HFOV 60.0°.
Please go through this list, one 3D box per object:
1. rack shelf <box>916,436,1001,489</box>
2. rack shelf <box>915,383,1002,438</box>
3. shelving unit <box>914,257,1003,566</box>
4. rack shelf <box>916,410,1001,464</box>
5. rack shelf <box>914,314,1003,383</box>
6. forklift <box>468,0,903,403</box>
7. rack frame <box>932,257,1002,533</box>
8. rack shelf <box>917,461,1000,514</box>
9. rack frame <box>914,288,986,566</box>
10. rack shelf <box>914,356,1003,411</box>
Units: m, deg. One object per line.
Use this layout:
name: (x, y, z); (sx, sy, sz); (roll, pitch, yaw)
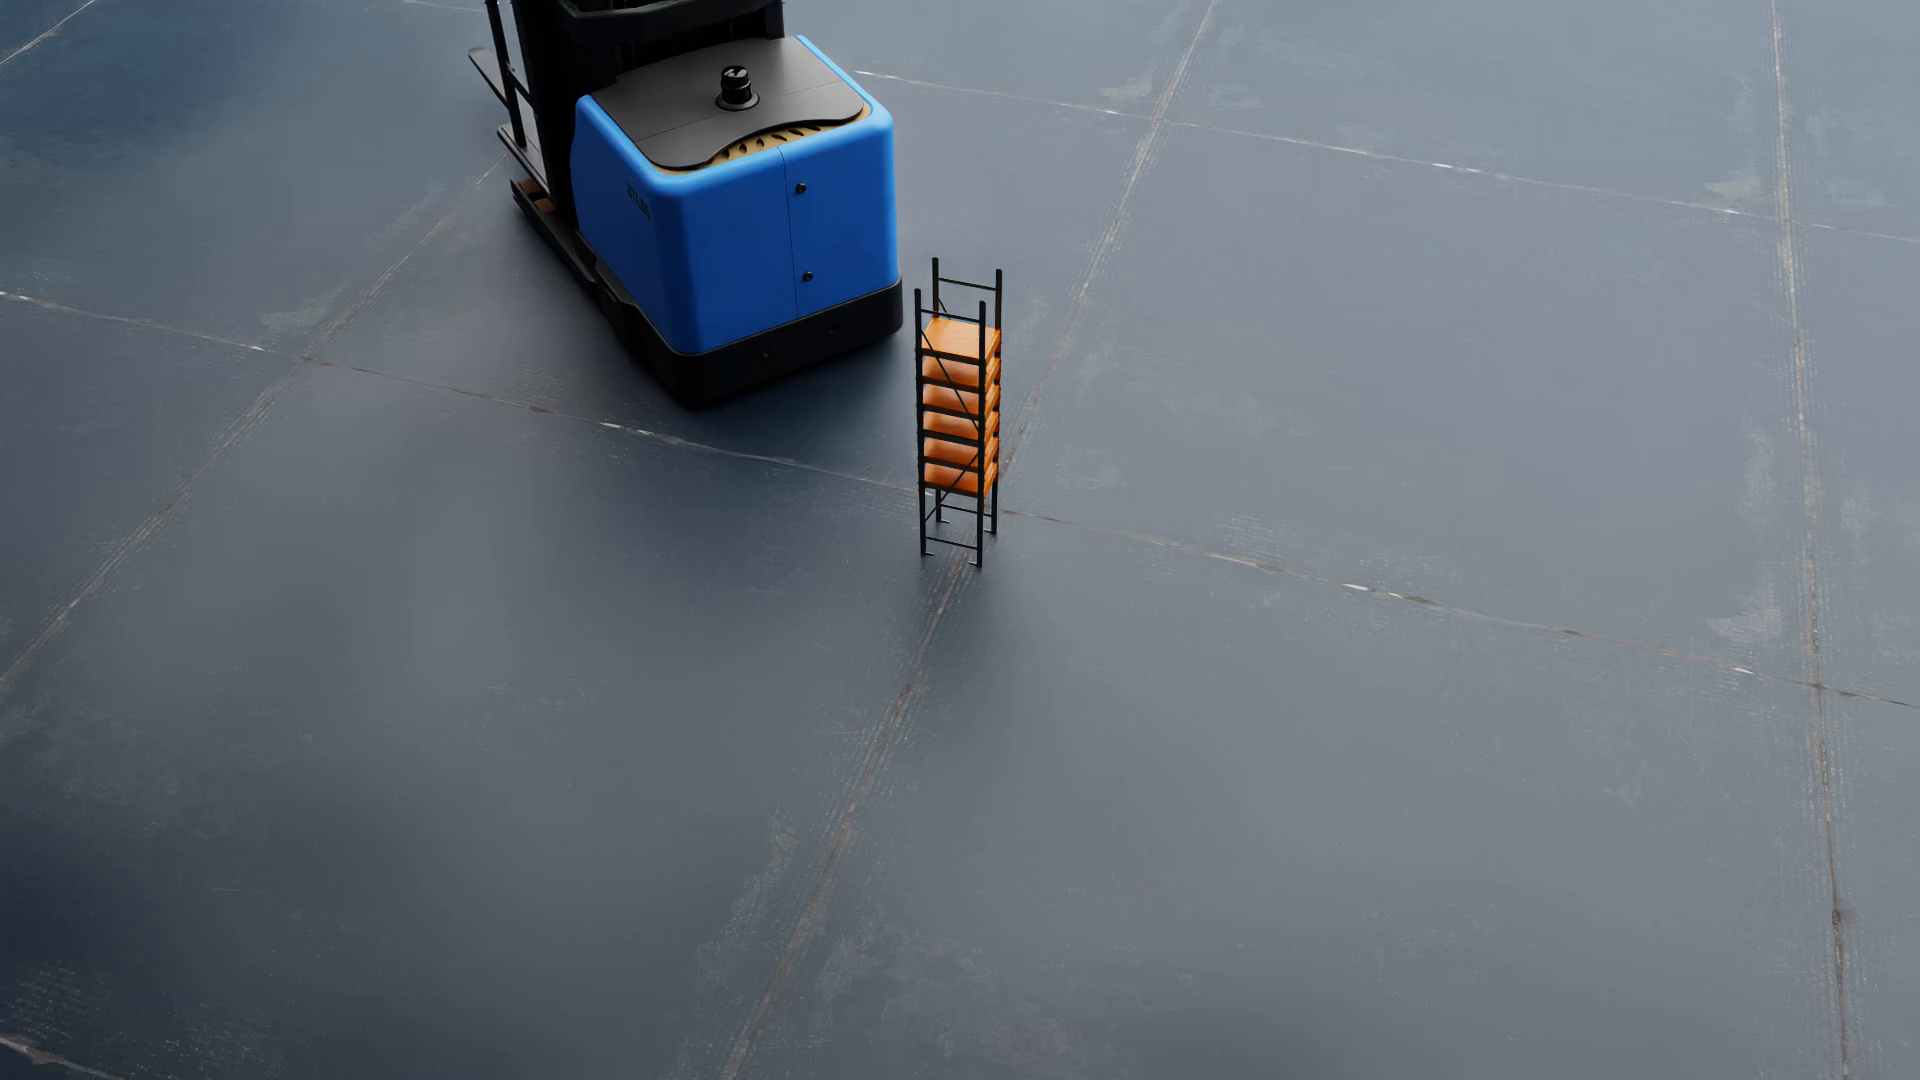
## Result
rack shelf: (-0.004, -0.302, 5.936); (0.258, 0.103, 0.180); (13, 46, 13)
rack shelf: (-0.004, -0.473, 5.768); (0.258, 0.103, 0.180); (13, 46, 13)
shelving unit: (-0.004, -0.419, 5.820); (0.258, 1.200, 0.189); (13, 46, 13)
rack shelf: (-0.004, -0.387, 5.852); (0.258, 0.103, 0.180); (13, 46, 13)
rack shelf: (-0.004, -0.645, 5.600); (0.258, 0.103, 0.180); (13, 46, 13)
forklift: (-1.439, -2.616, 6.827); (1.130, 2.935, 3.031); (-23, 49, -22)
rack frame: (0.023, -0.480, 5.883); (0.240, 1.200, 0.006); (13, 46, 13)
rack shelf: (-0.004, -0.216, 6.019); (0.258, 0.103, 0.180); (13, 46, 13)
rack frame: (-0.032, -0.358, 5.758); (0.240, 1.200, 0.006); (13, 46, 13)
rack shelf: (-0.004, -0.559, 5.684); (0.258, 0.103, 0.180); (13, 46, 13)
